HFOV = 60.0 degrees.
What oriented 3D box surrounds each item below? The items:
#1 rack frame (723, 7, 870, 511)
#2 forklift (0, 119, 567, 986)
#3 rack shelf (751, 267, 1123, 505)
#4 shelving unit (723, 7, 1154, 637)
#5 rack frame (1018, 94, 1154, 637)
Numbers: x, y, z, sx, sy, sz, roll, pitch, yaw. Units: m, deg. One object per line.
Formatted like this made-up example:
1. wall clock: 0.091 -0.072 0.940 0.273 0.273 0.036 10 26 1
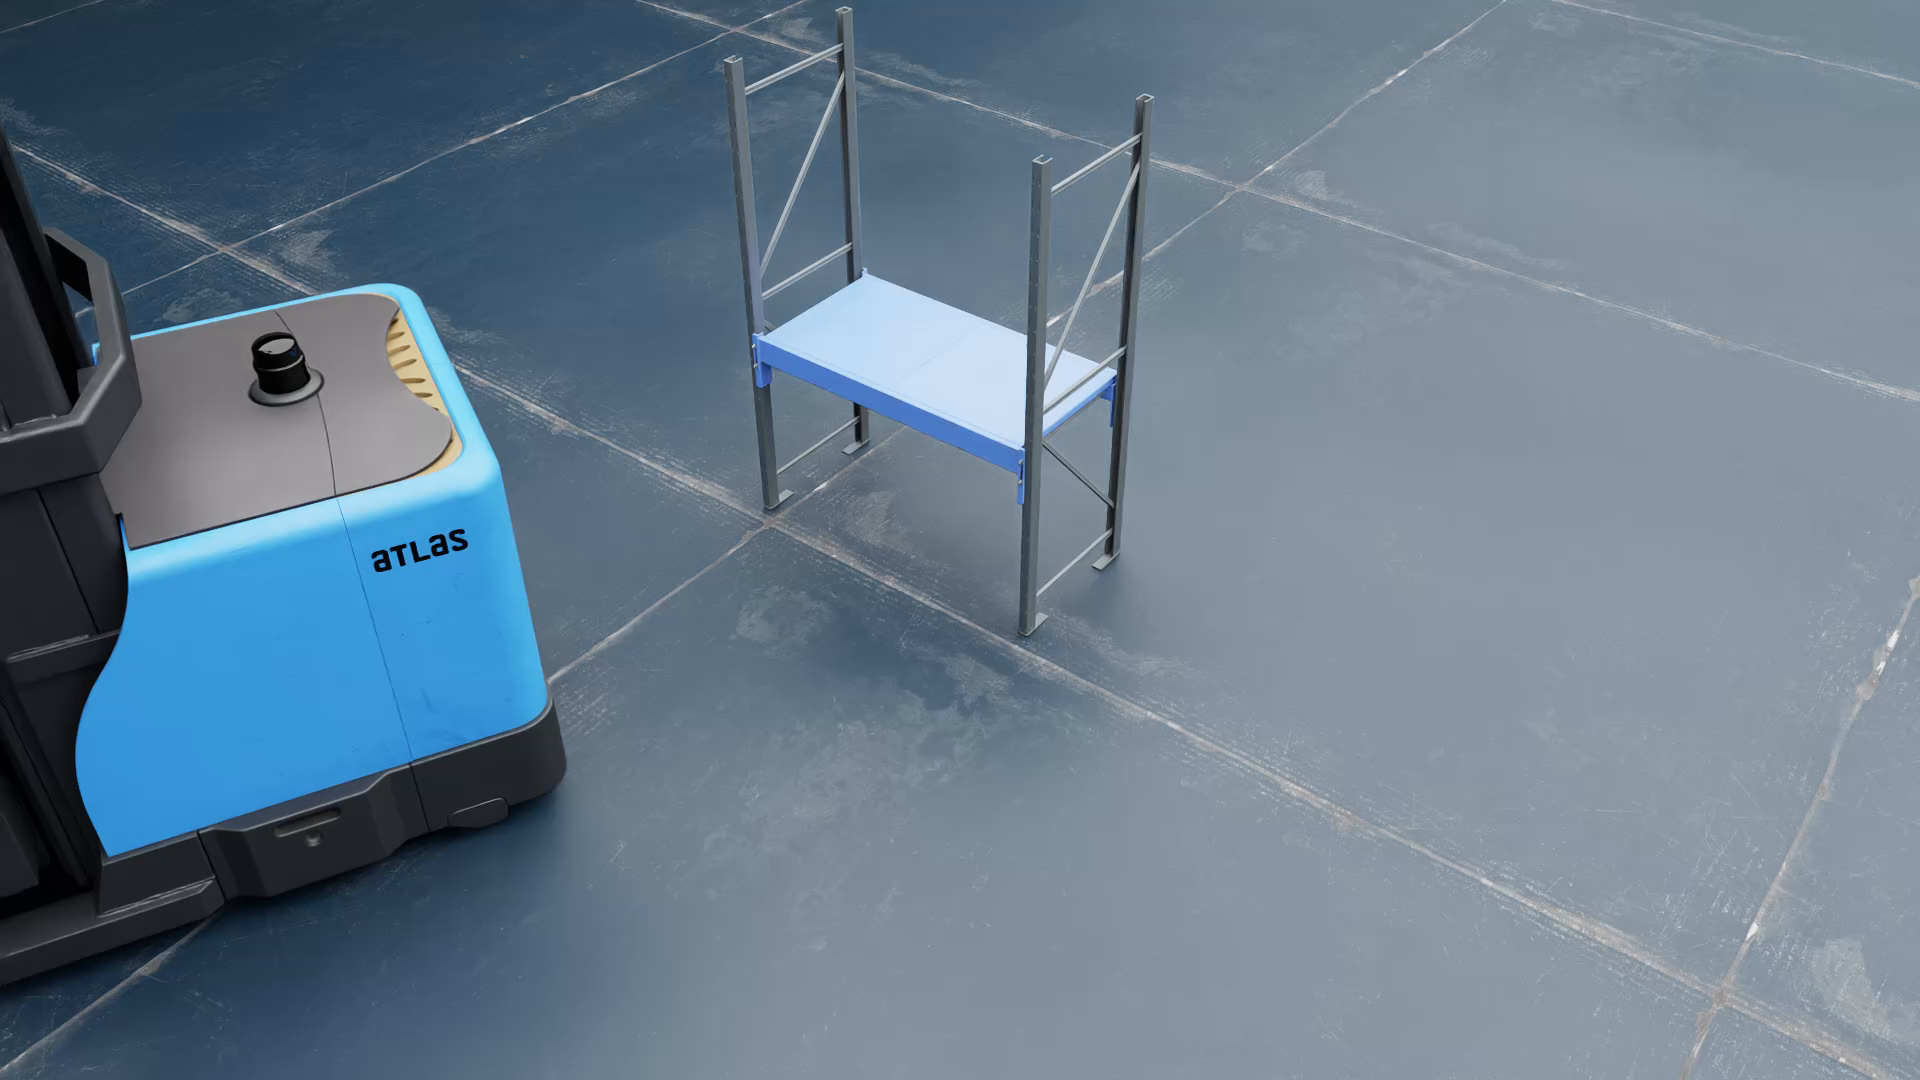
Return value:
1. rack frame: -0.472 -0.813 5.072 0.032 1.500 0.500 25 45 29
2. forklift: -2.587 -0.339 3.305 3.031 2.935 1.130 -17 41 -20
3. rack shelf: -0.068 -0.481 4.939 1.000 0.185 0.538 25 45 29
4. shelving unit: -0.068 -0.622 4.828 1.048 1.500 0.538 25 45 29
5. rack frame: 0.336 -0.432 4.585 0.032 1.500 0.500 25 45 29
